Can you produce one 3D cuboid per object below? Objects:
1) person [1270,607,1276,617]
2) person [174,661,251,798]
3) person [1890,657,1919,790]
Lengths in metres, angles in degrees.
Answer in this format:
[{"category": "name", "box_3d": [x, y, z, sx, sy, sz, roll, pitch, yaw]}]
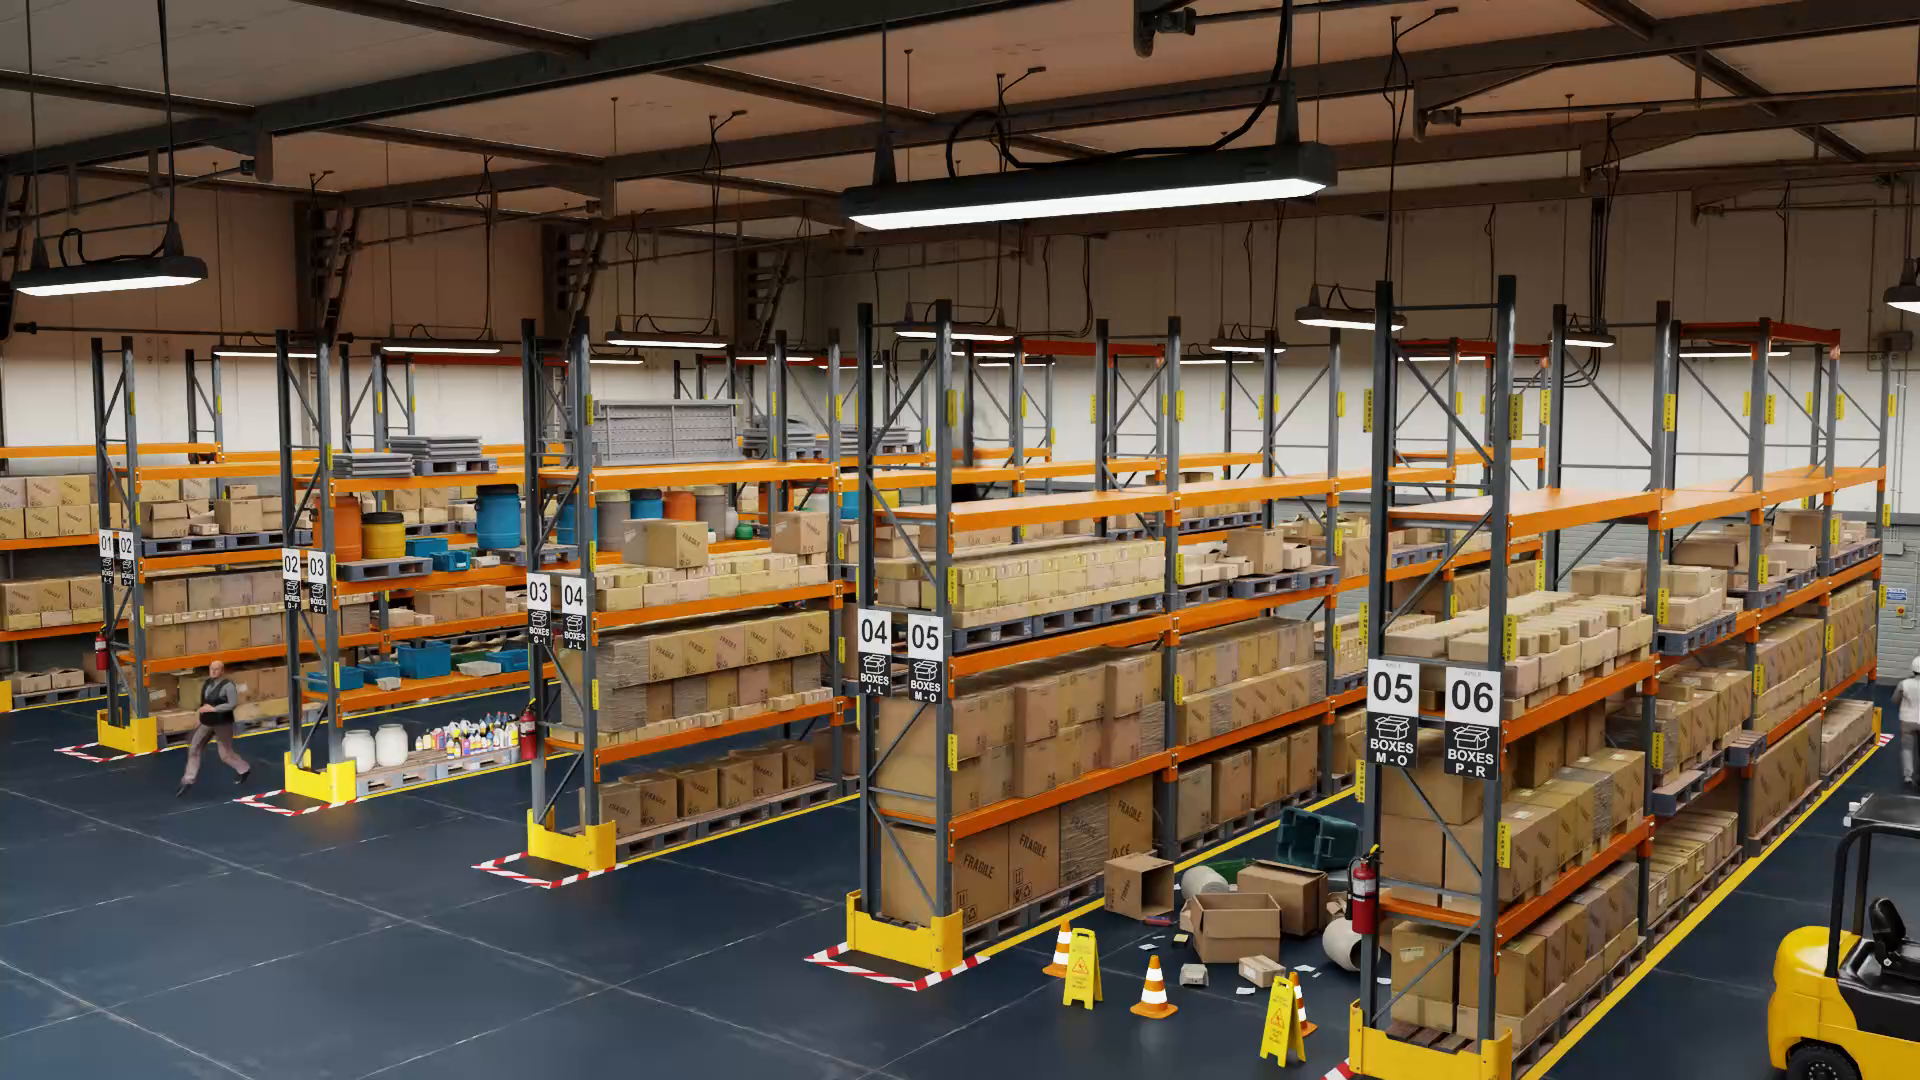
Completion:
[{"category": "person", "box_3d": [5.192, 1.926, 27.853, 0.591, 1.627, 0.840, 3, 6, 32]}, {"category": "person", "box_3d": [-9.679, 2.426, 21.649, 0.661, 1.726, 0.957, 2, 5, 22]}, {"category": "person", "box_3d": [12.427, 2.382, 21.564, 0.656, 1.758, 0.969, 3, 6, 29]}]
